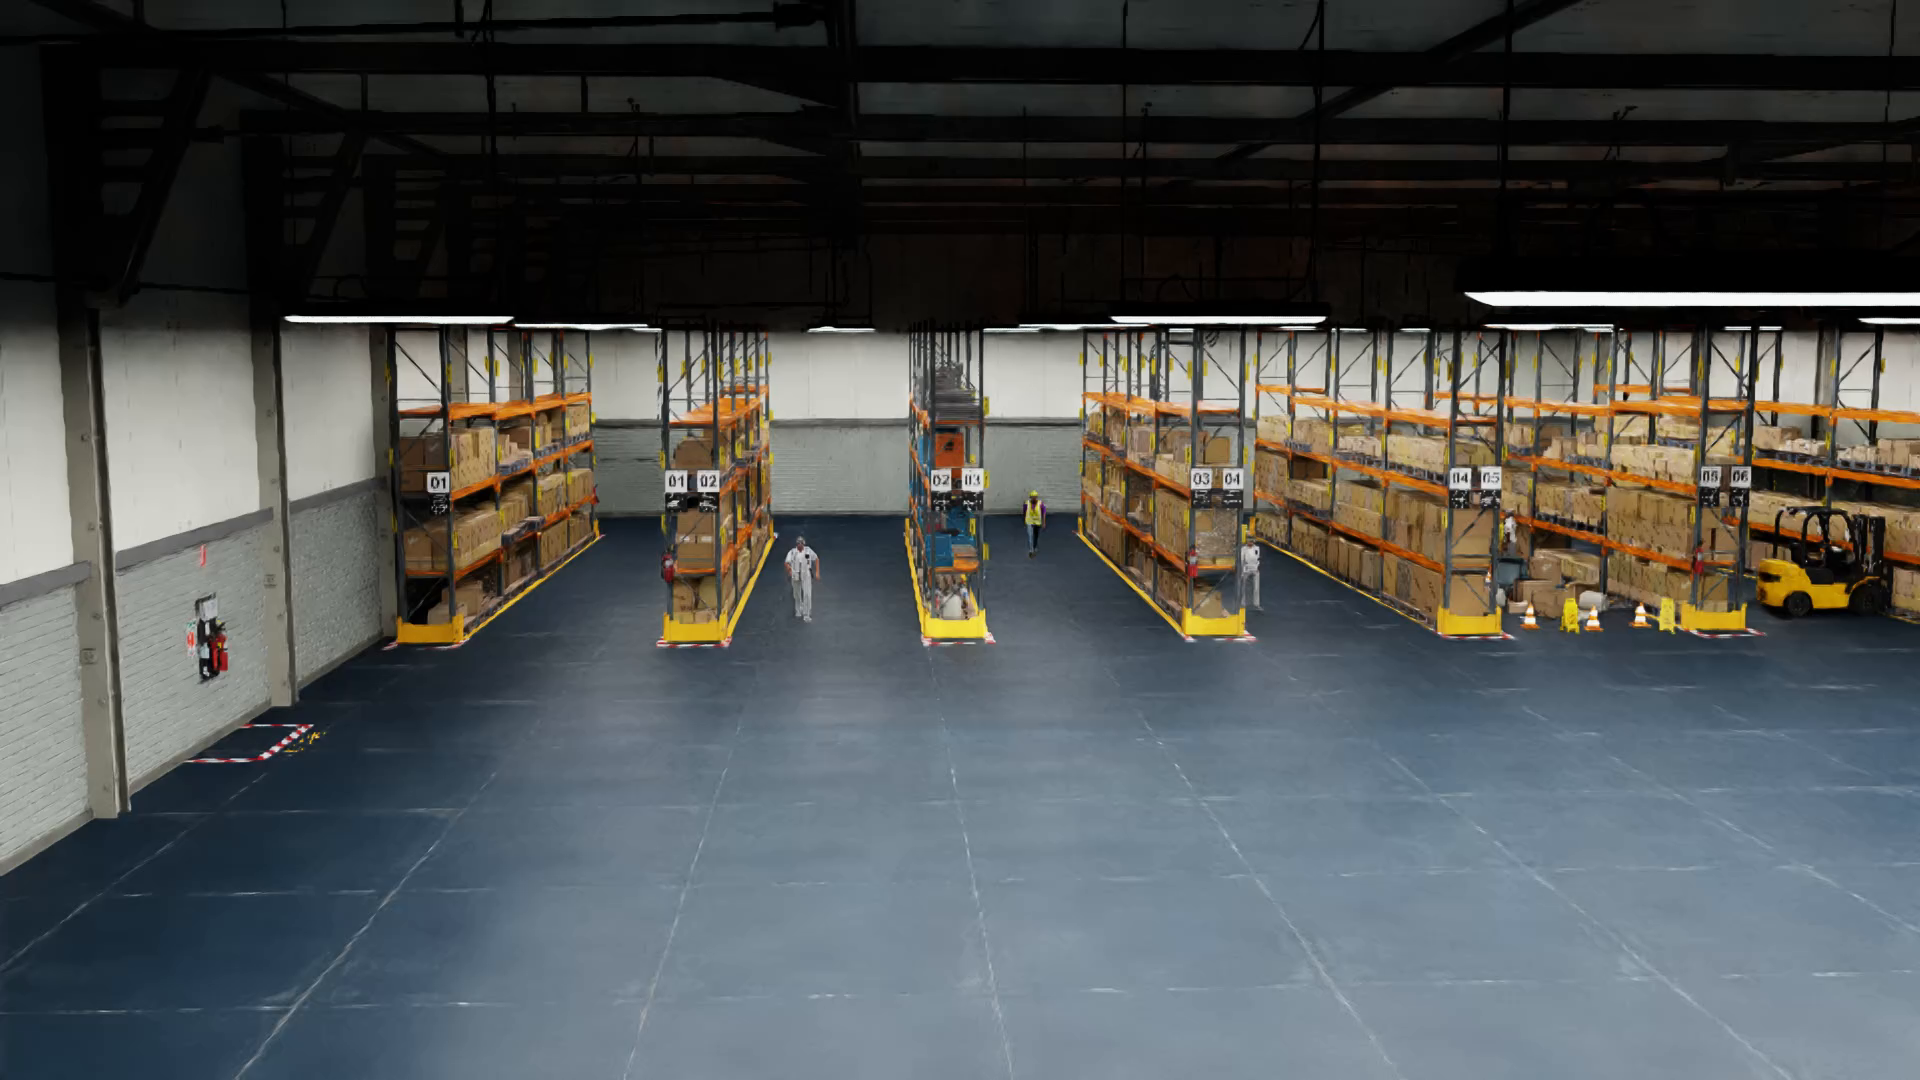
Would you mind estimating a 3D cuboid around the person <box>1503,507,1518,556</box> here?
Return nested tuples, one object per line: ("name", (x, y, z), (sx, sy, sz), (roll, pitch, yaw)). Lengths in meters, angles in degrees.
("person", (12.845, 0.073, 38.986), (0.556, 1.664, 0.581), (3, 8, 20))

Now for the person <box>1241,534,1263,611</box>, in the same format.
("person", (6.029, 0.642, 34.646), (0.495, 1.589, 1.086), (0, 7, -1))

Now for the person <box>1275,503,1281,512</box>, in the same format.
("person", (9.697, -1.246, 49.871), (0.542, 1.651, 0.576), (5, 8, 34))

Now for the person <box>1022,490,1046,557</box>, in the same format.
("person", (1.927, -0.443, 43.073), (0.591, 1.716, 1.042), (0, 7, -4))

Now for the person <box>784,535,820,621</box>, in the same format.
("person", (-3.202, 0.735, 33.597), (0.686, 1.709, 0.867), (0, 7, 2))
